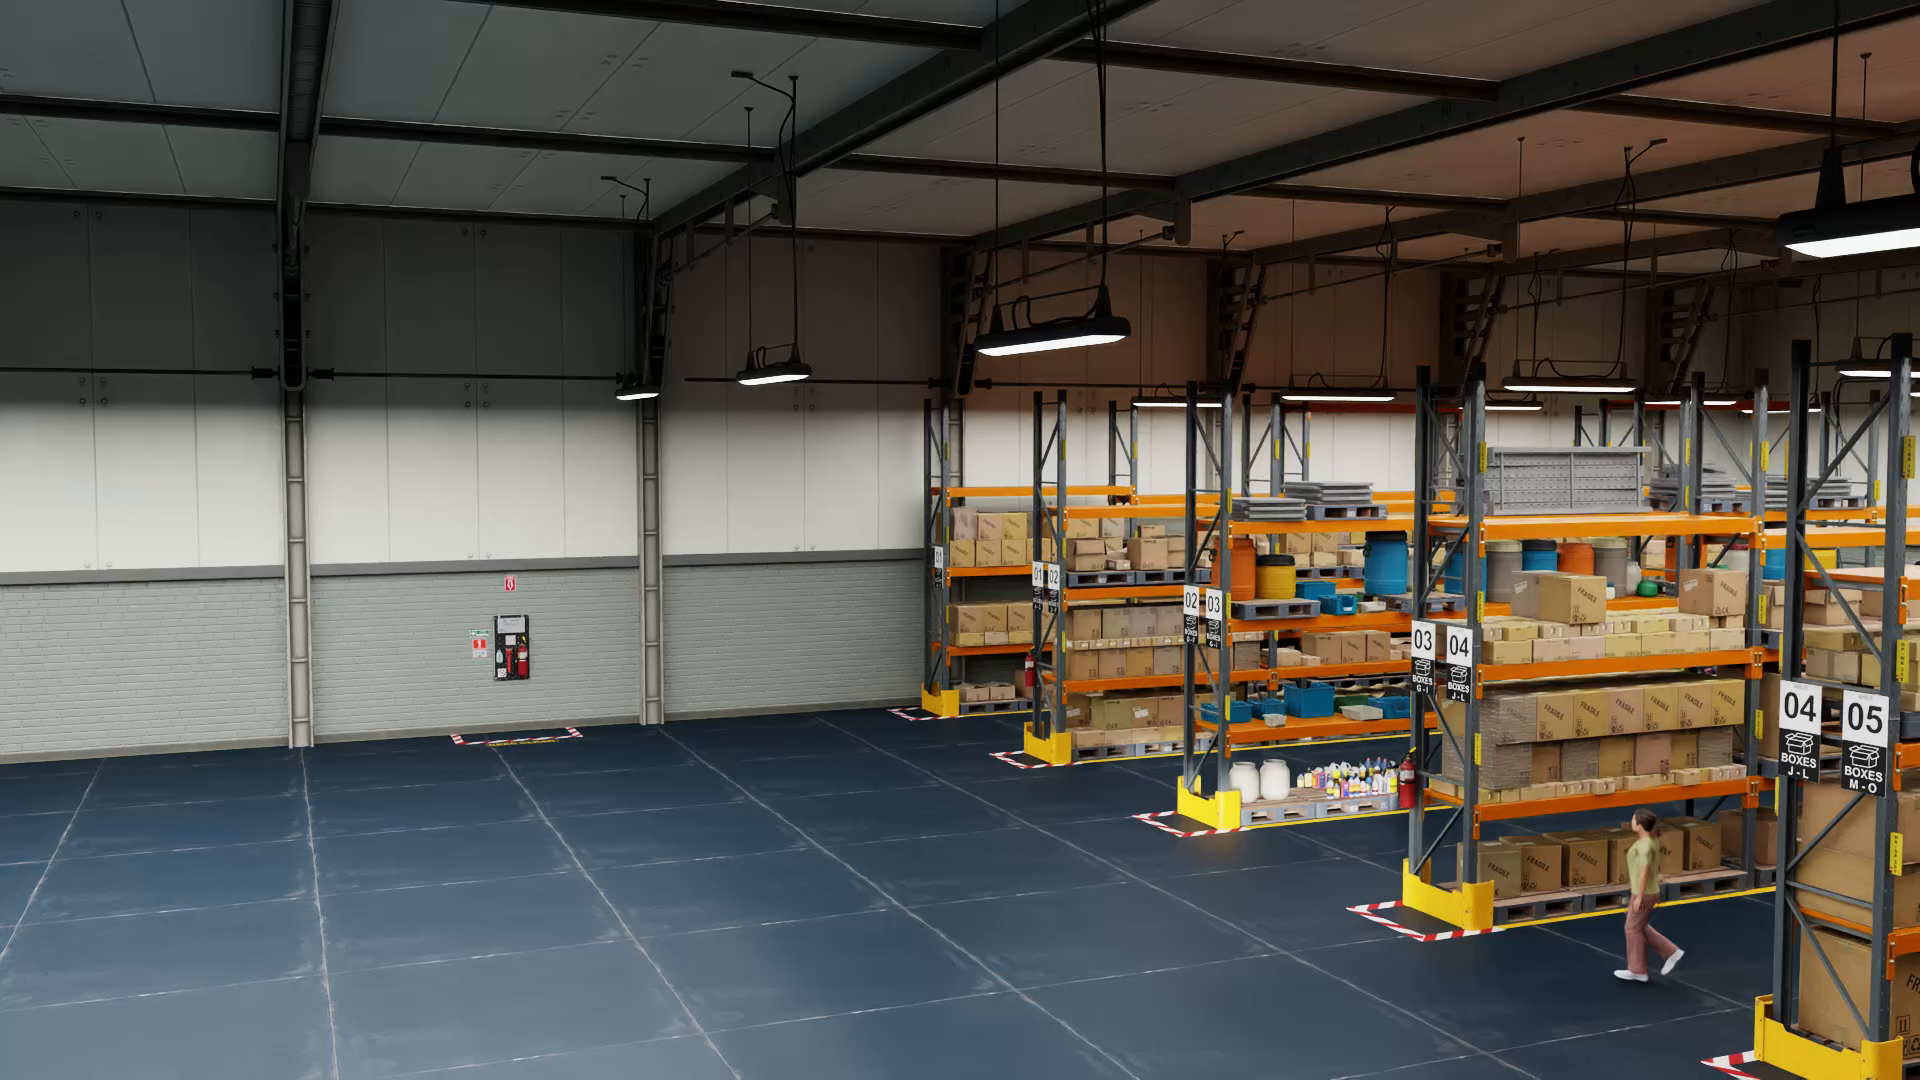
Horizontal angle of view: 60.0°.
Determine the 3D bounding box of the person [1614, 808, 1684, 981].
[{"bbox_3d":[6.583,3.381,15.847,0.610,1.658,0.452,2,4,25],"label":"person"}]
